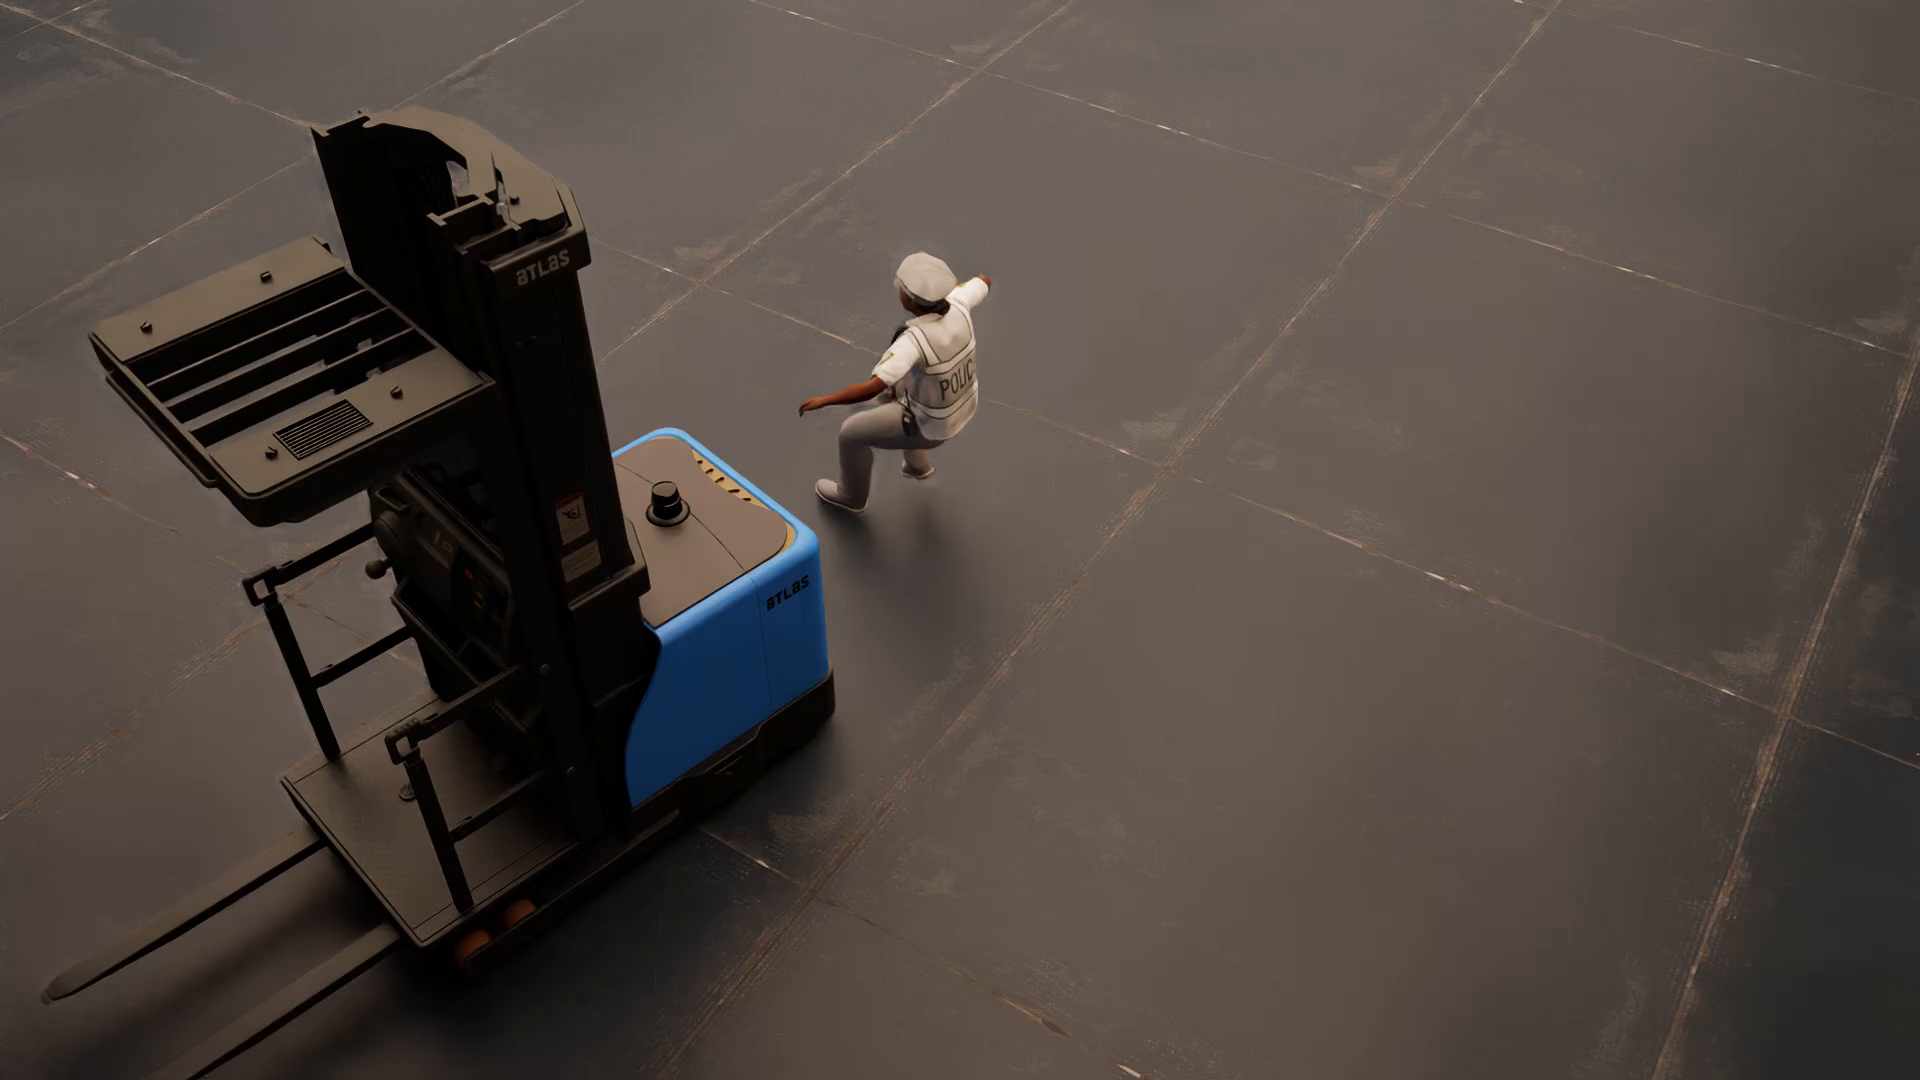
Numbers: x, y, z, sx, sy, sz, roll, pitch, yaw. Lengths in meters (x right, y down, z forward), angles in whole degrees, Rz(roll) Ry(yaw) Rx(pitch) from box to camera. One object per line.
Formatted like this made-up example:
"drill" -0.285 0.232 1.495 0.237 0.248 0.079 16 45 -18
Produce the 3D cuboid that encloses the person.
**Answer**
"person" -0.315 -0.705 7.573 0.783 1.490 1.073 25 49 24

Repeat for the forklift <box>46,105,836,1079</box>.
"forklift" -1.948 0.159 5.681 3.031 2.935 1.130 -33 53 -30
